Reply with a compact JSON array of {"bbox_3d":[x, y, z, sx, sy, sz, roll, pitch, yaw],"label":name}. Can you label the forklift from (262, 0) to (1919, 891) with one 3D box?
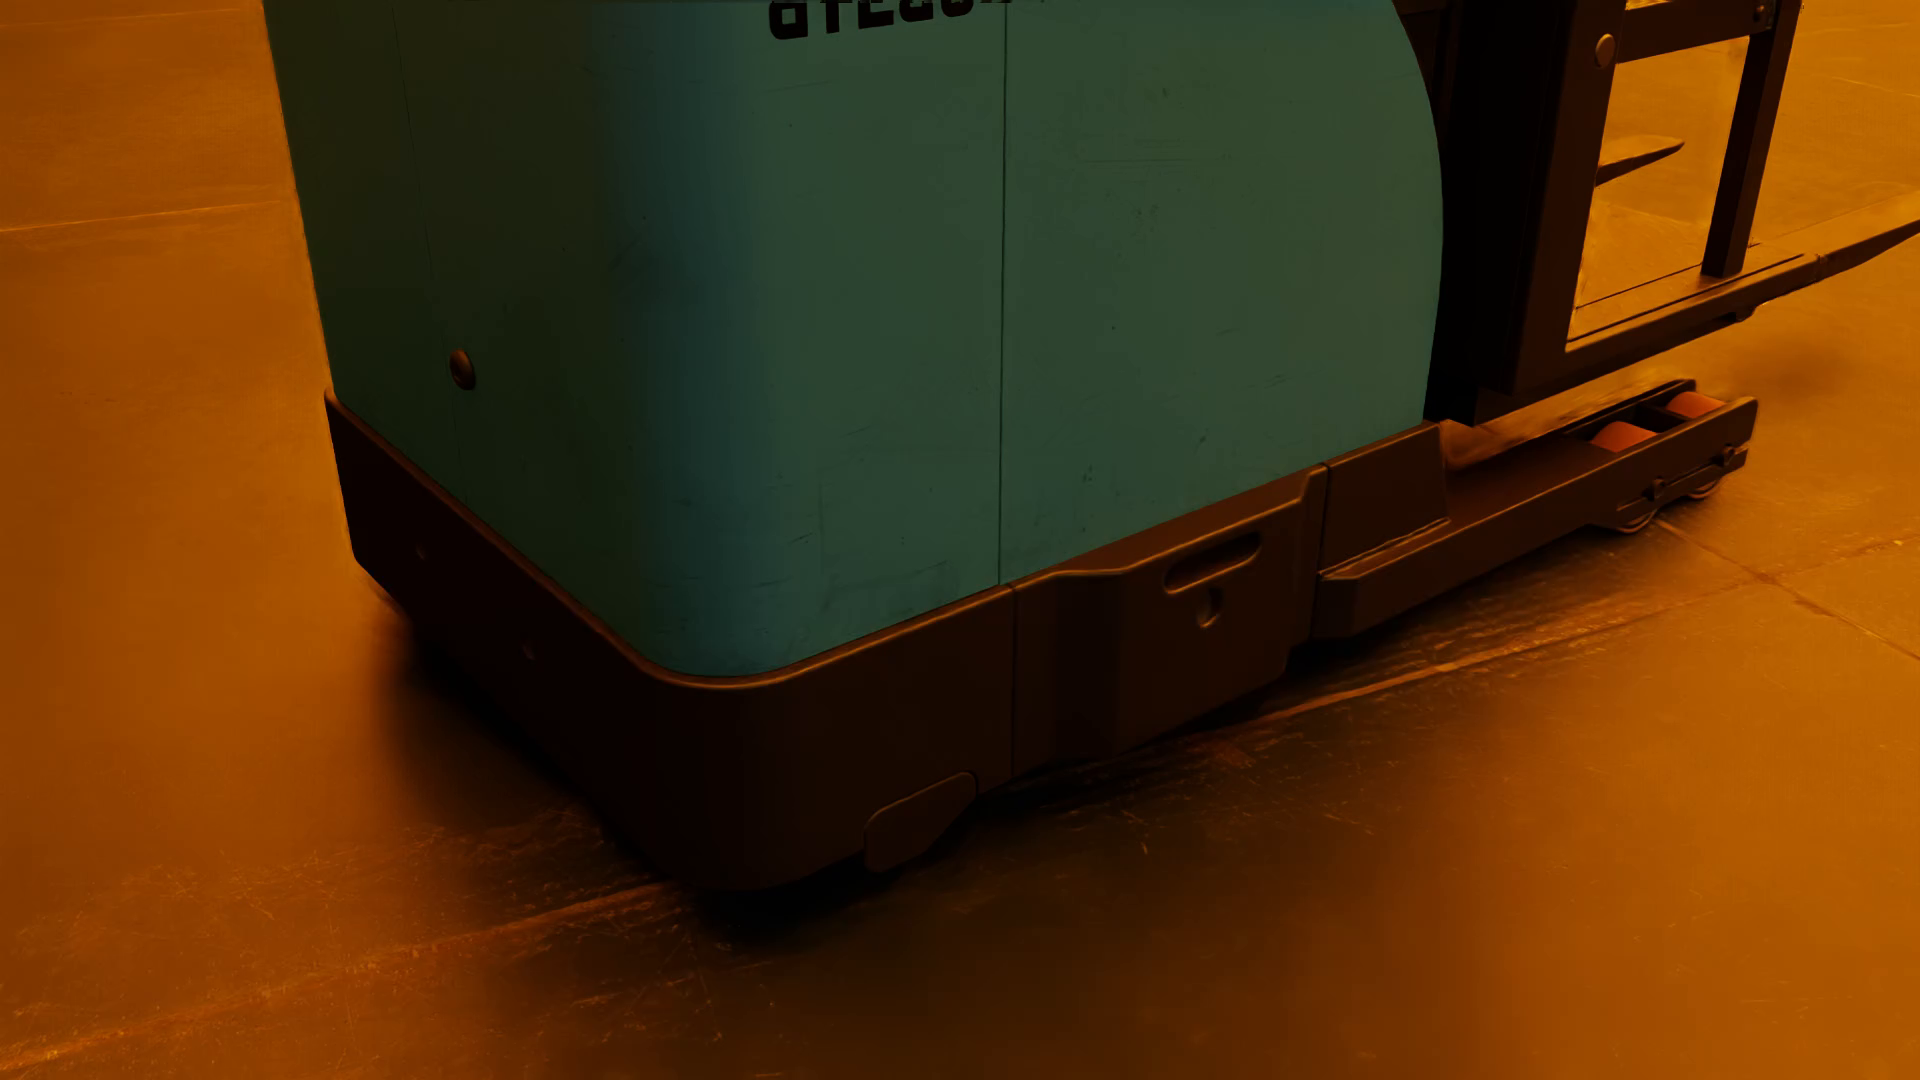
[{"bbox_3d":[0.626,-1.484,2.183,3.031,2.935,1.130,-20,33,-33],"label":"forklift"}]
